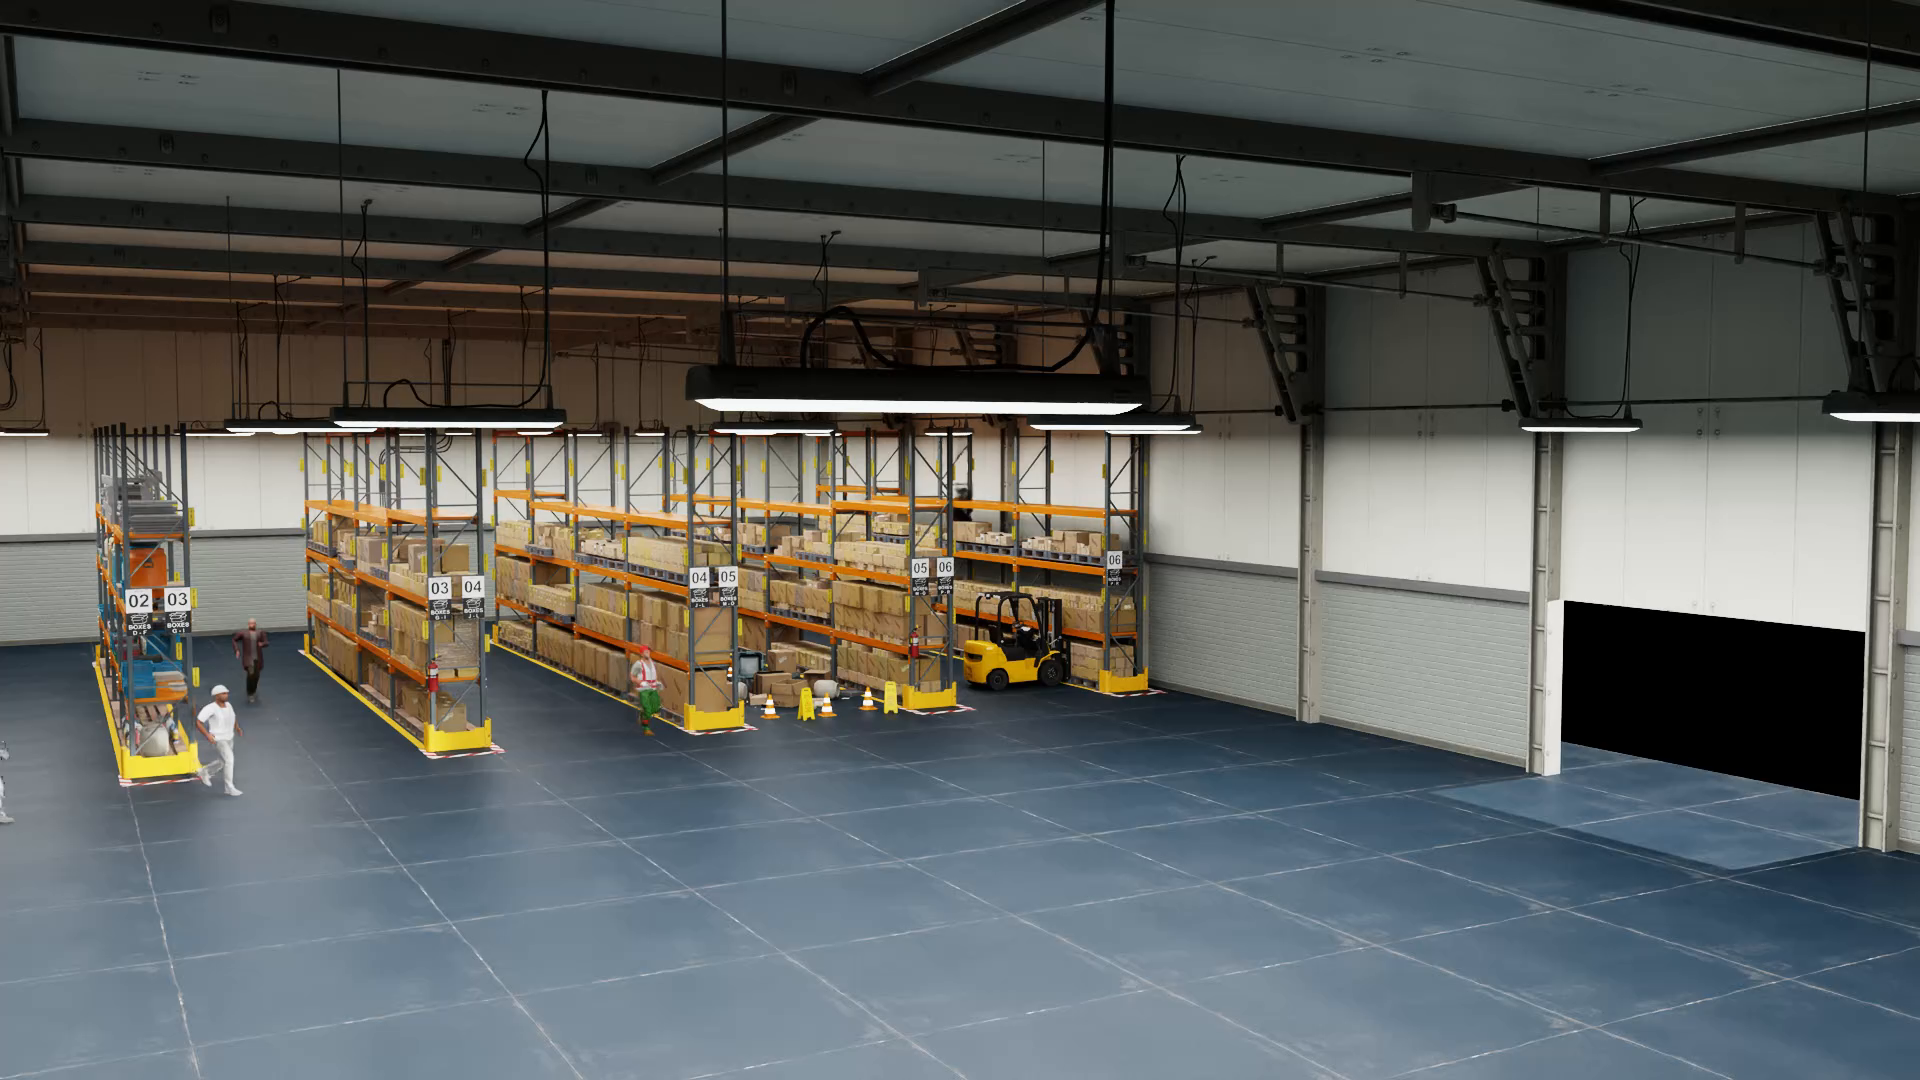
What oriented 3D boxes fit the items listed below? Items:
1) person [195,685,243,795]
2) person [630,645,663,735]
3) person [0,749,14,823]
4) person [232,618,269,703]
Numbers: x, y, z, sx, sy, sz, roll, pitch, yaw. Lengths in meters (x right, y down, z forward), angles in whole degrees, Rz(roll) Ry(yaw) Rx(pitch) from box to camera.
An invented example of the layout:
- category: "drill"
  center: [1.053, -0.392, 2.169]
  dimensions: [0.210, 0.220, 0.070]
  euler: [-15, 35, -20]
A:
- category: "person"
  center: [-11.985, 3.223, 26.879]
  dimensions: [0.865, 1.767, 0.721]
  euler: [1, 4, 12]
- category: "person"
  center: [-6.087, 2.906, 32.239]
  dimensions: [0.600, 1.741, 0.657]
  euler: [3, 5, 41]
- category: "person"
  center: [-14.528, 3.344, 24.743]
  dimensions: [0.812, 1.755, 0.690]
  euler: [0, 3, -5]
- category: "person"
  center: [-15.486, 2.643, 36.385]
  dimensions: [0.672, 1.838, 0.835]
  euler: [-3, 5, -42]
